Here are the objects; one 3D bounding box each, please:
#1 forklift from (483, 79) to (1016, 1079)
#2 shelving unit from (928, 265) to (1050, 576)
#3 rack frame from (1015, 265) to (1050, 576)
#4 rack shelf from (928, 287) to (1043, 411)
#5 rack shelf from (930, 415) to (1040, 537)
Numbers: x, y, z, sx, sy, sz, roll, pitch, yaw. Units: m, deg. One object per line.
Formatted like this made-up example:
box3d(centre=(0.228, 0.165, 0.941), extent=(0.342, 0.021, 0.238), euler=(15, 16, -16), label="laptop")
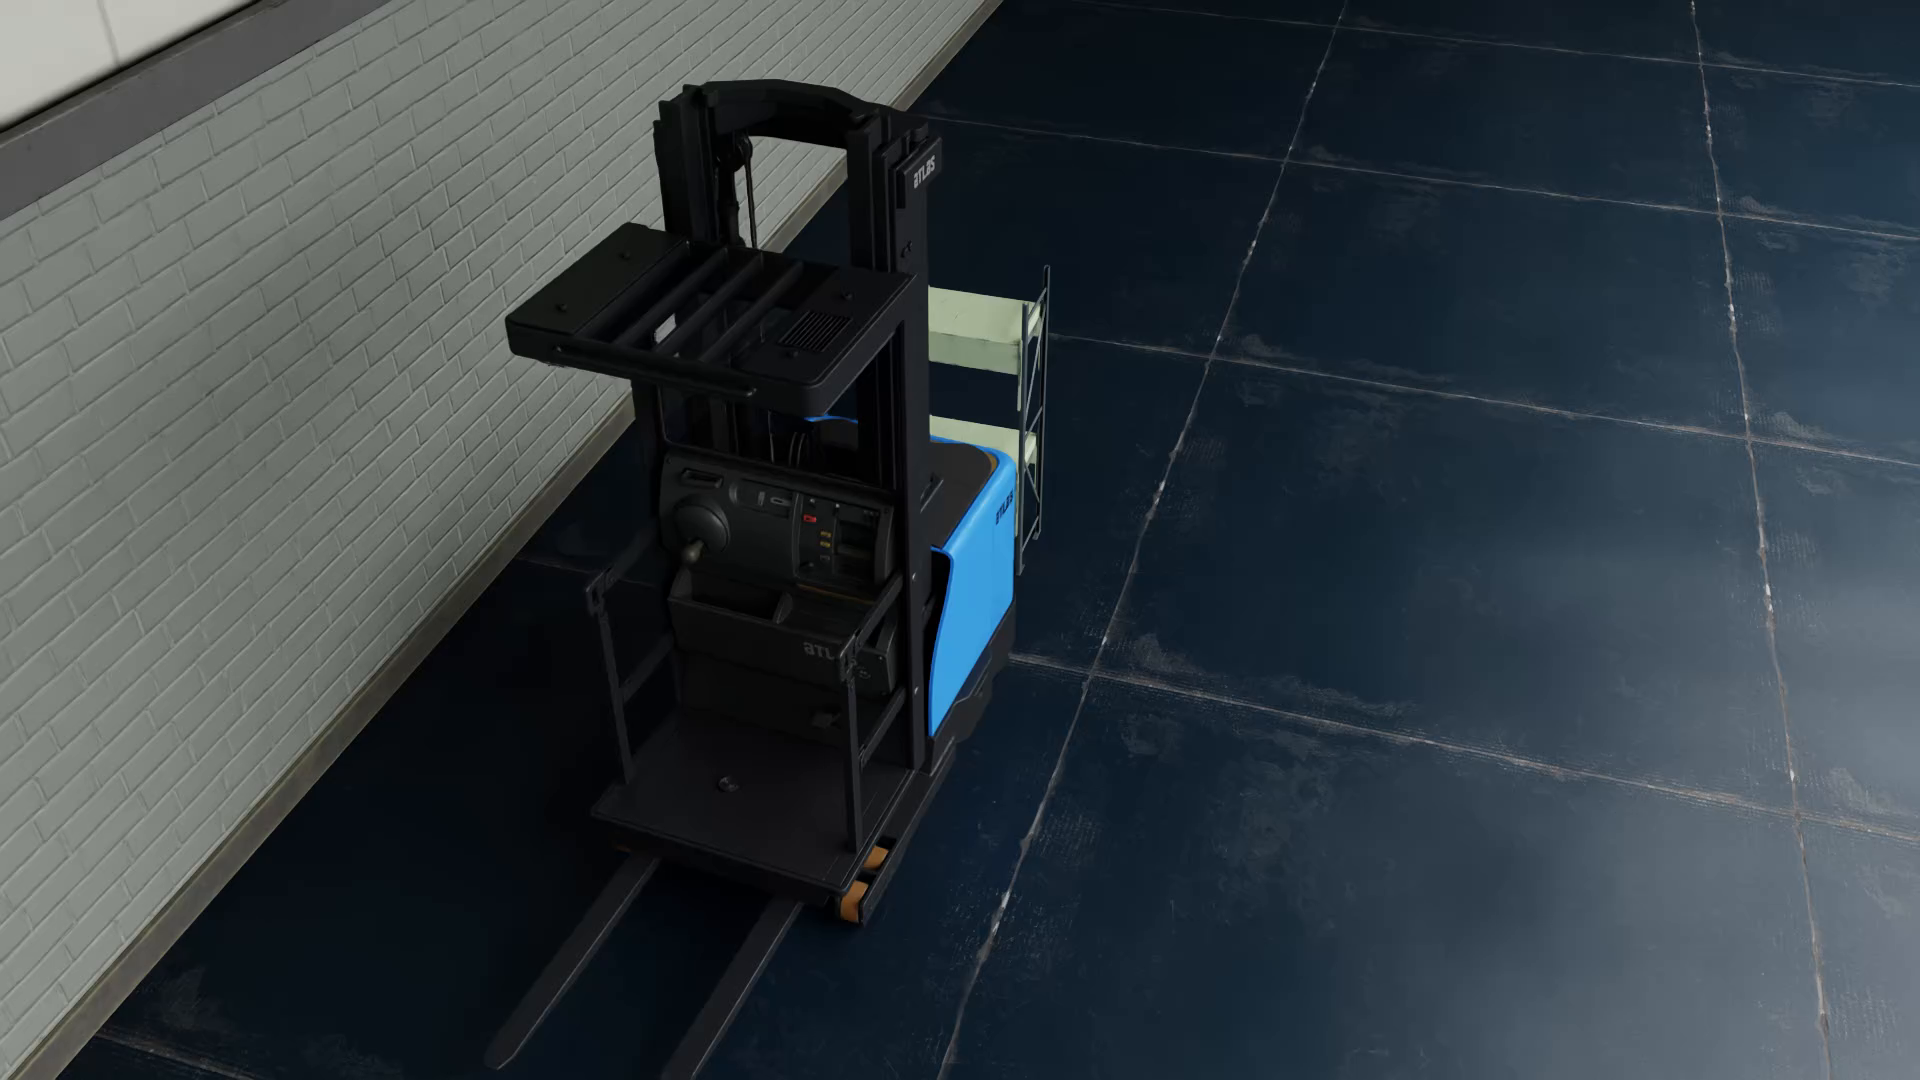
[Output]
box3d(centre=(-0.756, 0.016, 5.941), extent=(1.130, 2.935, 3.031), euler=(13, 38, 17), label="forklift")
box3d(centre=(-0.006, -0.605, 7.992), extent=(0.755, 1.500, 0.431), euler=(10, 38, 14), label="shelving unit")
box3d(centre=(0.343, -0.541, 7.904), extent=(0.023, 1.500, 0.400), euler=(10, 38, 14), label="rack frame")
box3d(centre=(-0.006, -0.919, 7.761), extent=(0.720, 0.370, 0.431), euler=(10, 38, 14), label="rack shelf")
box3d(centre=(-0.006, -0.343, 8.185), extent=(0.720, 0.370, 0.431), euler=(10, 38, 14), label="rack shelf")
